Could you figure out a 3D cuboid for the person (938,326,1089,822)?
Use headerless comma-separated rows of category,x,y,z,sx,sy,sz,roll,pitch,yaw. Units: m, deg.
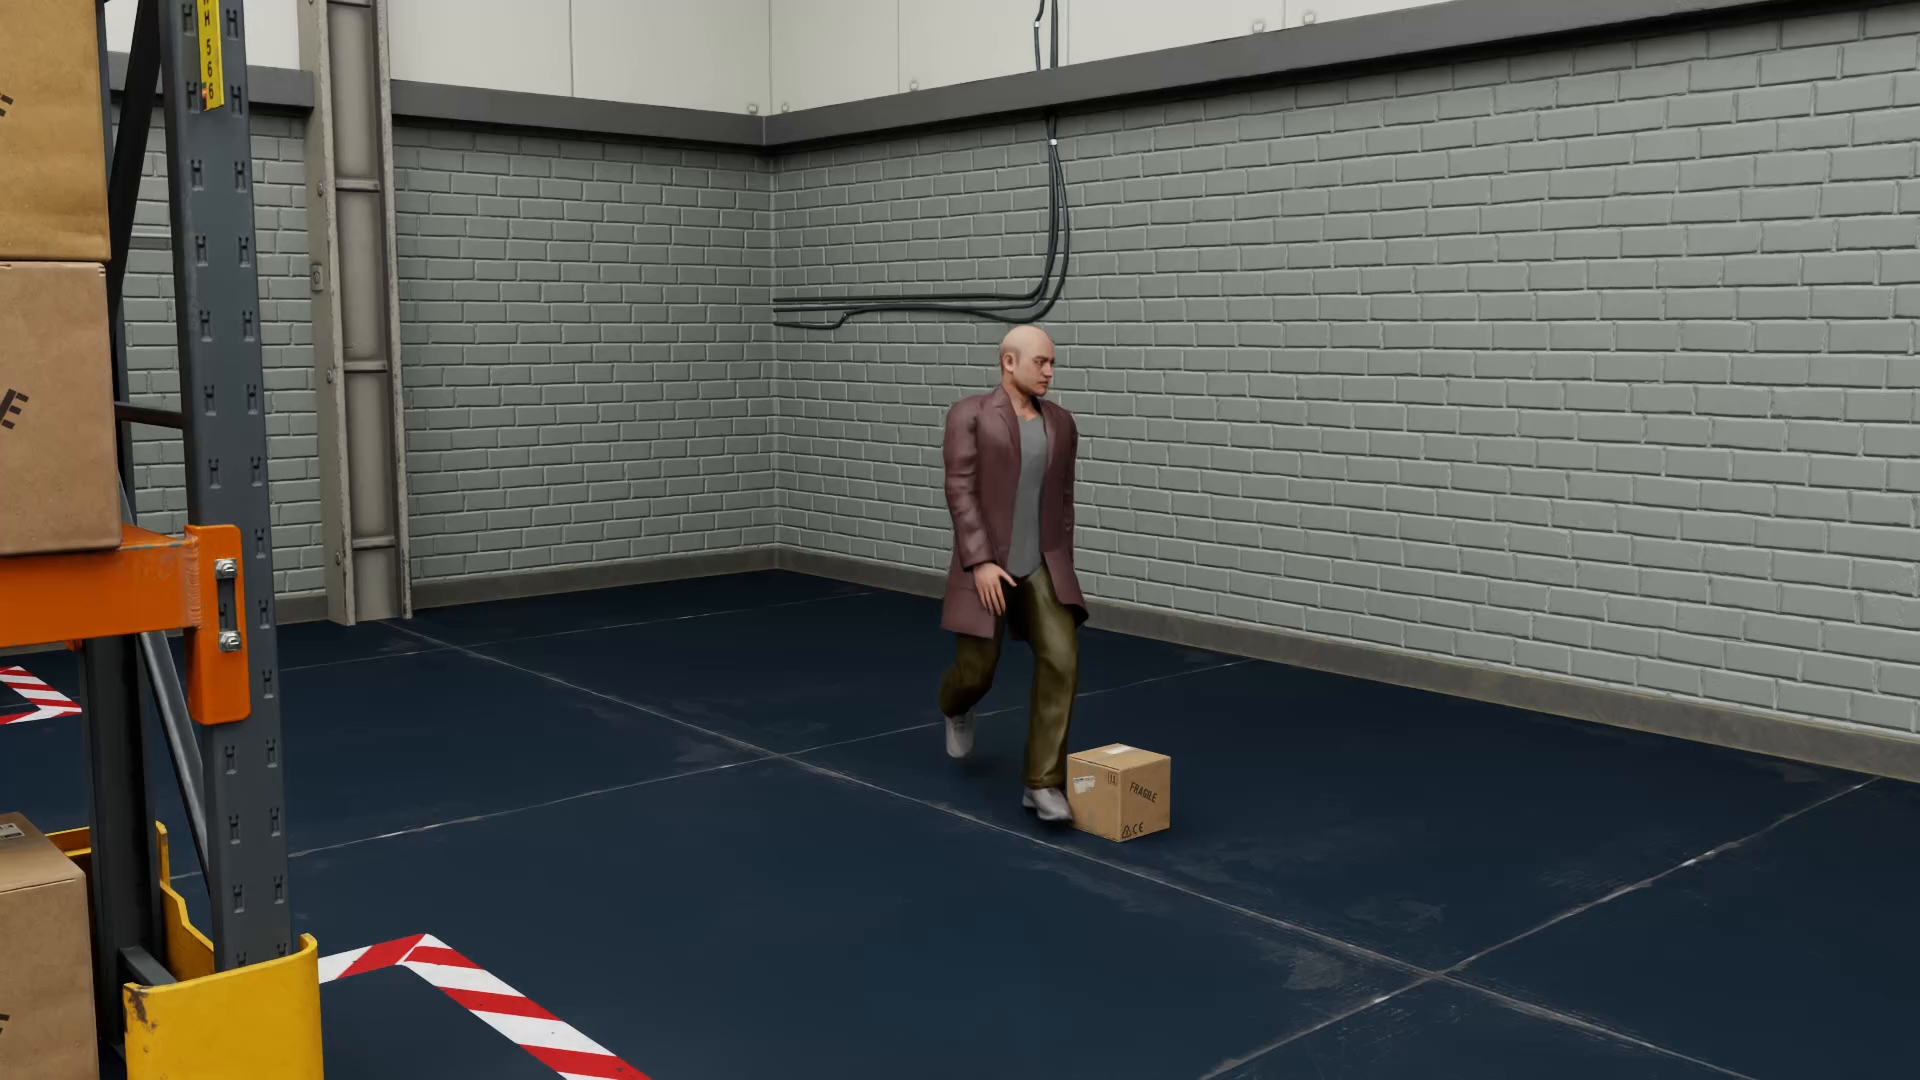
person,0.206,0.083,5.971,0.588,1.691,1.049,-3,8,-20
